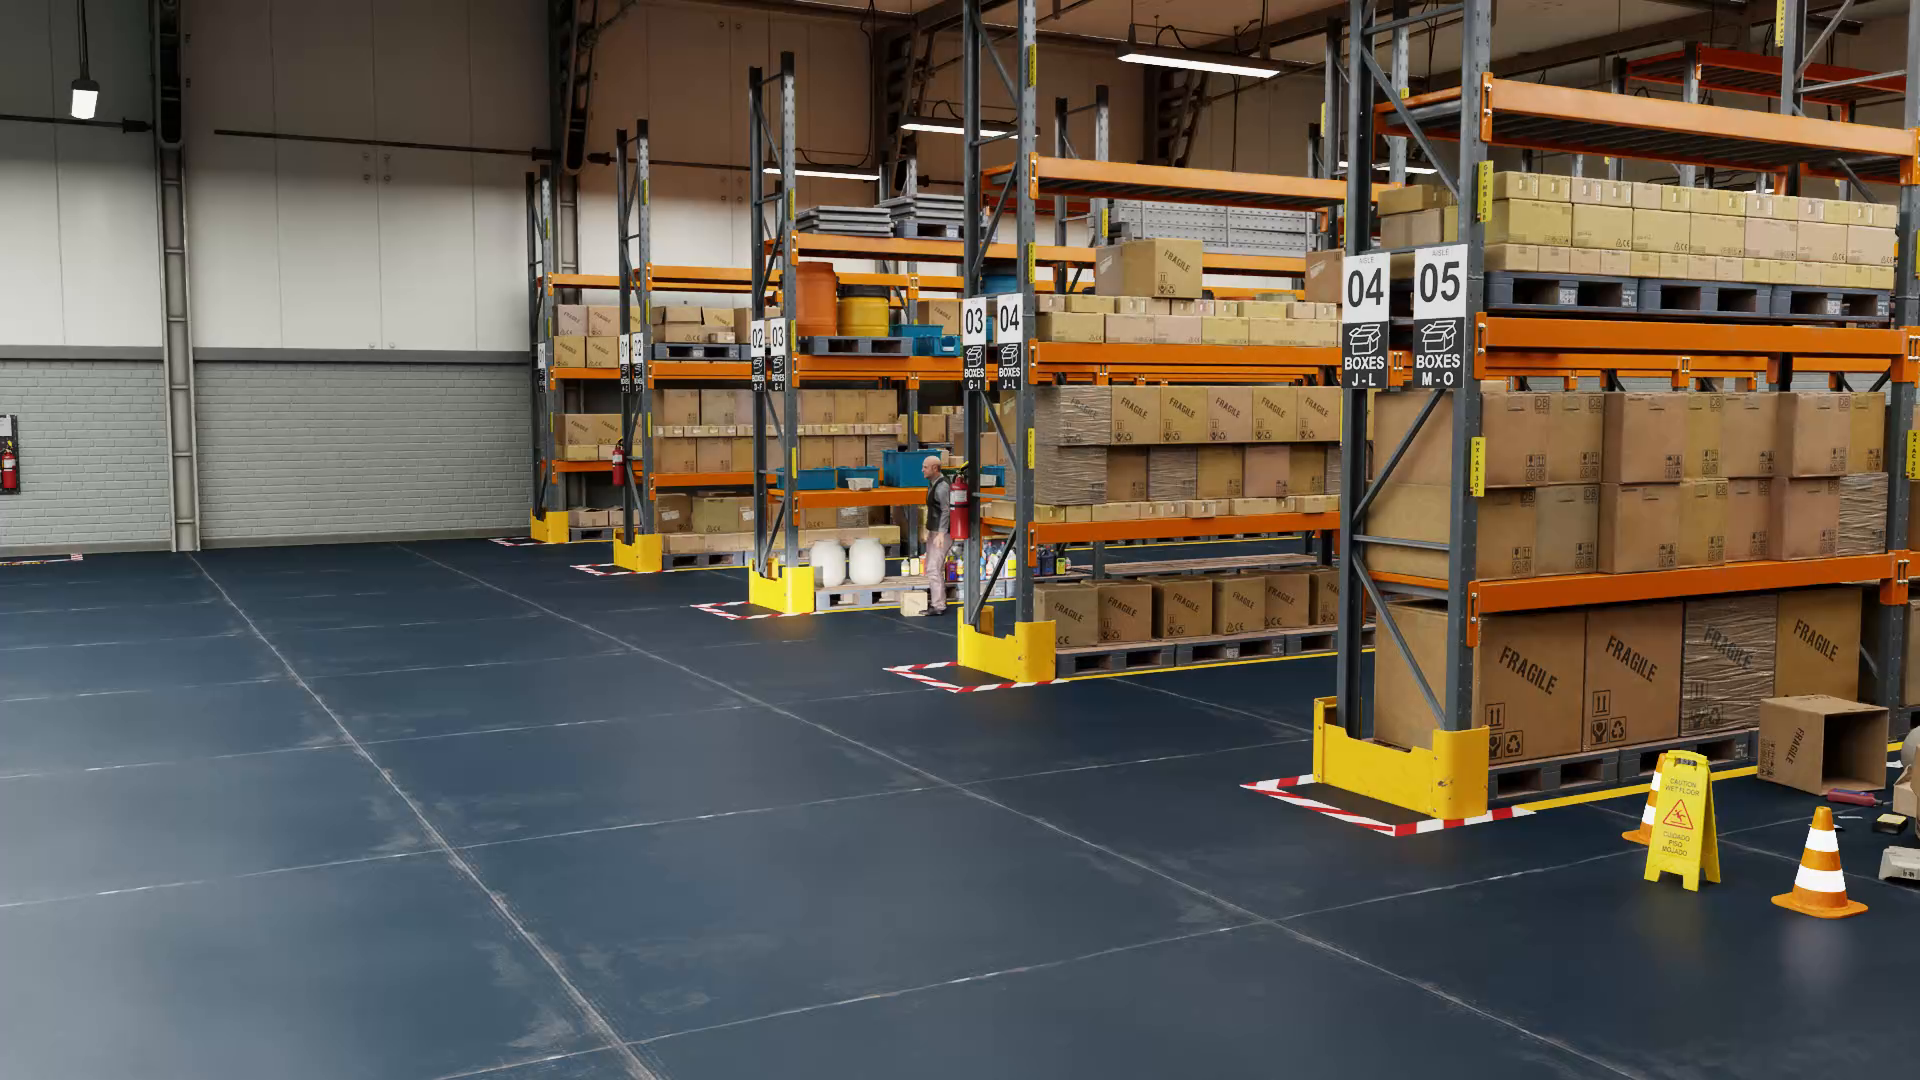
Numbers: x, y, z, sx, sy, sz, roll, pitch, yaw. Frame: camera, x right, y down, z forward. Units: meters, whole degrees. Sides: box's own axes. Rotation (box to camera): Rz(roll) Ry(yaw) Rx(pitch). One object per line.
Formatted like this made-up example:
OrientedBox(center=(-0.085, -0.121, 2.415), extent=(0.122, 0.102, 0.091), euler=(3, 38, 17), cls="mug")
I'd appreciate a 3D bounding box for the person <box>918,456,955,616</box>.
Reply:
OrientedBox(center=(-0.247, -0.052, 17.995), extent=(0.475, 1.718, 0.582), euler=(-1, 5, -13), cls="person")
